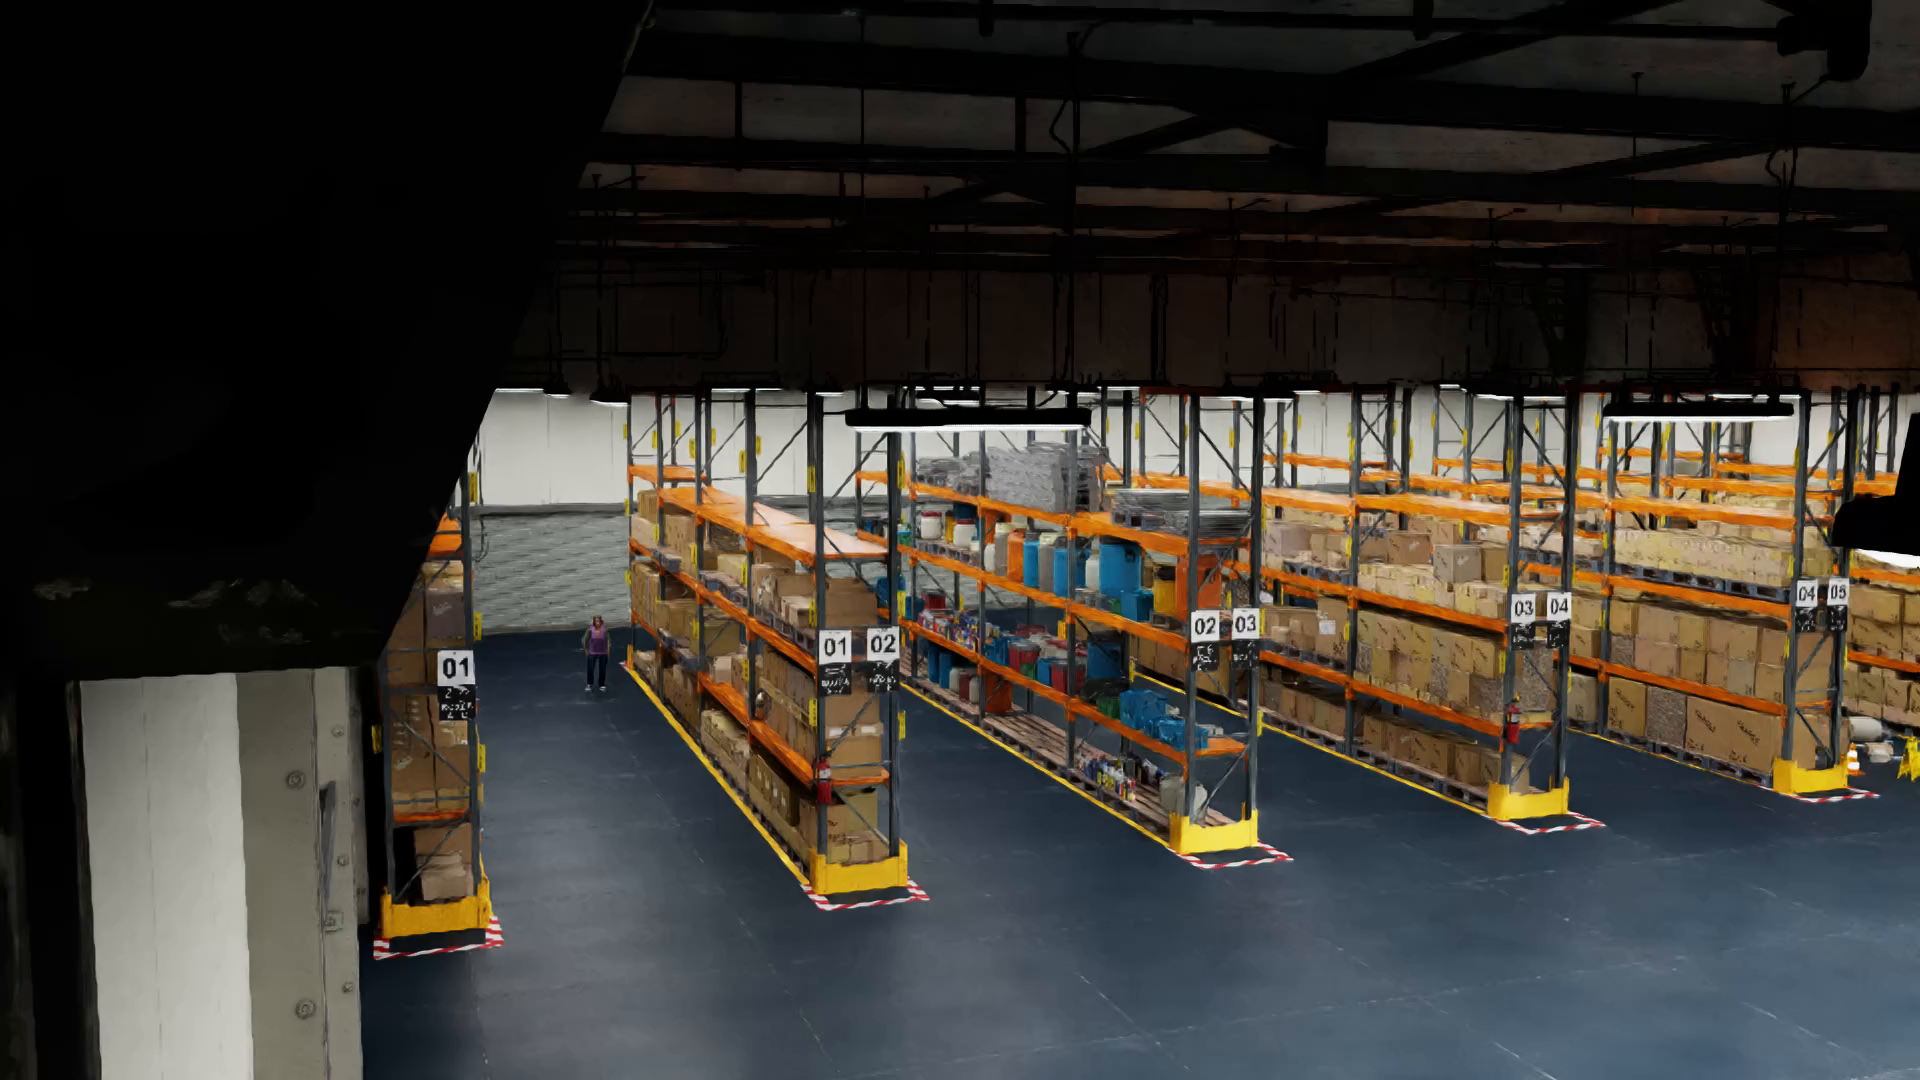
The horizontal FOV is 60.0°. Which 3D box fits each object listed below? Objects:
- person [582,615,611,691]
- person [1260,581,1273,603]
[{"bbox_3d":[-7.113,2.213,32.554,0.566,1.541,0.519,-2,6,-21],"label":"person"},{"bbox_3d":[6.702,1.741,36.520,0.538,1.655,0.441,6,8,43],"label":"person"}]
